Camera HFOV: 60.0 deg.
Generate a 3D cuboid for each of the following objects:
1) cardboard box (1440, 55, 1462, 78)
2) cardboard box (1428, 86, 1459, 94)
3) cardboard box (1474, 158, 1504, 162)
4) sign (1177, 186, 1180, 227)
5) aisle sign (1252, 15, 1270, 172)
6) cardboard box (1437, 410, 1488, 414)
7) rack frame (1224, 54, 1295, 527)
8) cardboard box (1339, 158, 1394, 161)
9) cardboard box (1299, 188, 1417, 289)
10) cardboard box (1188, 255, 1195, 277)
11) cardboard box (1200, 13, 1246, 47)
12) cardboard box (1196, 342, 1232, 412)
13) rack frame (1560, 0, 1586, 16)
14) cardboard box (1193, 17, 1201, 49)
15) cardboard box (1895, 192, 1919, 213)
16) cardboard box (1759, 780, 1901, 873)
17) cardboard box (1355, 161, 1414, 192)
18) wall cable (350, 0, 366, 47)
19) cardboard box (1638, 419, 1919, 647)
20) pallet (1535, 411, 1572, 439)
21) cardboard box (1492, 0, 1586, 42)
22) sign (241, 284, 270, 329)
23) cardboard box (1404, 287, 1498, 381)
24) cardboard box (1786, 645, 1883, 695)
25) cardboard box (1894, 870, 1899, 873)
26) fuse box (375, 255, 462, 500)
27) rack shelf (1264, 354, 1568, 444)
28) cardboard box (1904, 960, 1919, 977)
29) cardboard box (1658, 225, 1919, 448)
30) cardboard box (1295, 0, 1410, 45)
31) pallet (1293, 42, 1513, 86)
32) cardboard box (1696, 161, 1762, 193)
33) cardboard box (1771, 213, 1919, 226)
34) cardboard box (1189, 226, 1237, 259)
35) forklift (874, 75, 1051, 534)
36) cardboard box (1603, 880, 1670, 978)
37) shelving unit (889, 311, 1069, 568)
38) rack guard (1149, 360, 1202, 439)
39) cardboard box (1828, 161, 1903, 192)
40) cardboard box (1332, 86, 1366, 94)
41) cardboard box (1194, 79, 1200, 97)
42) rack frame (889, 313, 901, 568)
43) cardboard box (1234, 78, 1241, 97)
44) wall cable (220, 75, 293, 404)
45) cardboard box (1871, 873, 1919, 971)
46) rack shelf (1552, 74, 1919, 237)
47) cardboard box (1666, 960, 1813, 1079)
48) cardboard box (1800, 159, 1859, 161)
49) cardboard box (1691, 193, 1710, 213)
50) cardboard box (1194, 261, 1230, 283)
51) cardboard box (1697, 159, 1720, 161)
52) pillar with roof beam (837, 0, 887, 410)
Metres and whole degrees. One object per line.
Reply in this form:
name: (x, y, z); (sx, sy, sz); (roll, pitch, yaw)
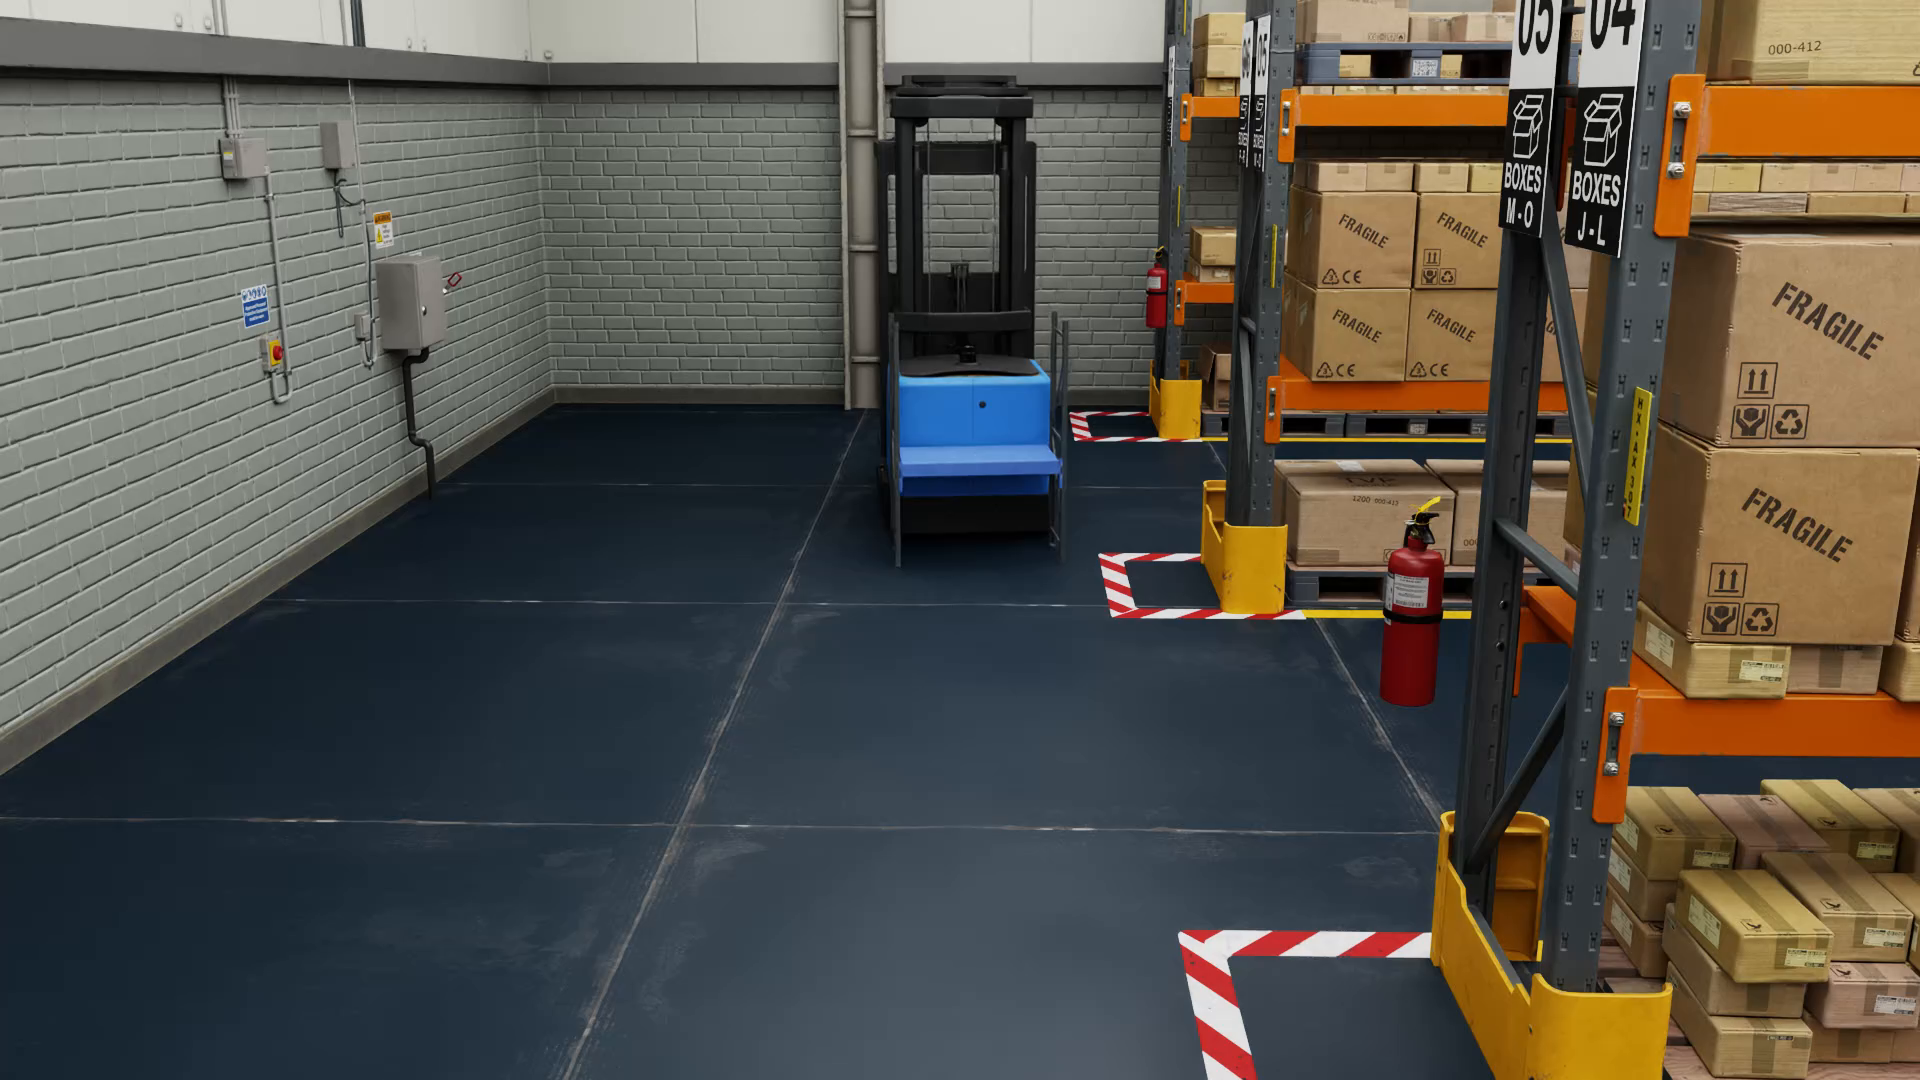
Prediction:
cardboard box: (3.776, -3.899, 13.569); (0.500, 0.250, 0.500); (0, 15, 1)
cardboard box: (3.894, -3.684, 13.536); (0.250, 0.149, 0.380); (1, 15, 3)
cardboard box: (3.068, -2.072, 9.388); (0.250, 0.149, 0.380); (0, 15, 1)
sign: (1.788, -2.732, 13.618); (0.005, 0.325, 0.100); (0, 15, 1)
aisle sign: (1.600, -2.369, 8.845); (0.004, 0.787, 0.394); (0, 15, 1)
cardboard box: (4.303, -1.396, 14.327); (0.500, 0.500, 0.700); (0, 15, -1)
rack frame: (1.679, -1.186, 9.455); (0.127, 3.000, 1.000); (0, 15, 1)
cardboard box: (2.297, -2.085, 9.434); (0.250, 0.149, 0.380); (1, 15, 2)
cardboard box: (2.152, -1.642, 9.027); (0.500, 0.500, 0.500); (0, 15, 0)
cardboard box: (2.140, -2.397, 14.536); (0.250, 0.149, 0.380); (0, 15, 1)
cardboard box: (2.239, -4.148, 13.534); (0.500, 0.250, 0.500); (0, 15, 1)
cardboard box: (2.411, -1.420, 14.411); (0.637, 0.503, 0.797); (0, 15, -1)
rack frame: (1.654, -2.824, 3.902); (0.127, 3.000, 1.000); (0, 15, 1)
cardboard box: (2.254, -4.283, 14.047); (0.500, 0.250, 0.500); (0, 15, 0)
cardboard box: (5.199, -1.624, 8.961); (0.500, 0.500, 0.500); (0, 15, 1)
cardboard box: (2.701, 0.889, 5.189); (0.250, 0.149, 0.380); (0, 15, 0)
cardboard box: (2.291, -1.975, 9.018); (0.250, 0.149, 0.380); (1, 15, 3)
wall cable: (-3.884, -4.972, 11.972); (0.133, 3.039, 2.988); (0, 15, 1)
cardboard box: (2.095, -0.042, 4.339); (0.500, 0.500, 0.500); (1, 15, 4)
pallet: (5.114, -1.082, 14.528); (1.213, 0.211, 1.003); (0, 15, 1)
cardboard box: (3.174, -2.822, 8.932); (0.500, 0.311, 0.500); (1, 15, 2)
sign: (-4.021, -1.335, 9.492); (0.001, 0.218, 0.327); (0, 15, 1)
cardboard box: (2.658, -1.162, 9.167); (0.500, 0.500, 0.500); (0, 15, 1)
cardboard box: (2.225, 0.275, 4.409); (0.250, 0.149, 0.380); (1, 15, 3)
cardboard box: (2.974, 1.070, 5.086); (0.250, 0.149, 0.380); (0, 15, 1)
fuse box: (-3.759, -1.128, 11.763); (0.414, 1.711, 0.539); (0, 15, 1)
rack shelf: (3.679, -0.825, 9.497); (4.000, 0.370, 1.077); (0, 15, 1)
cardboard box: (2.690, 1.173, 4.697); (0.250, 0.149, 0.380); (1, 15, 2)
cardboard box: (2.096, -0.528, 4.222); (0.500, 0.500, 0.500); (0, 15, 1)
cardboard box: (2.131, -2.835, 9.101); (0.500, 0.250, 0.500); (-1, 15, -4)
pallet: (2.421, -2.591, 9.075); (1.213, 0.211, 1.003); (0, 15, 1)
cardboard box: (4.085, -1.951, 8.926); (0.250, 0.149, 0.380); (0, 15, 0)
cardboard box: (2.624, -0.656, 4.706); (0.500, 0.500, 0.500); (0, 15, 0)
cardboard box: (2.269, -2.588, 14.479); (0.500, 0.250, 0.500); (1, 15, 3)
forklift: (-0.042, -1.780, 11.842); (1.130, 2.935, 3.031); (-1, 15, -5)
cardboard box: (2.185, 1.203, 5.166); (0.250, 0.149, 0.380); (1, 15, 2)
shelving unit: (0.104, -0.630, 10.287); (1.048, 1.500, 0.538); (-1, 15, -5)
rack guard: (1.878, -1.243, 14.570); (0.348, 0.500, 1.175); (0, 15, 1)
cardboard box: (4.852, -1.960, 8.960); (0.250, 0.149, 0.380); (0, 15, 1)
cardboard box: (3.142, -3.691, 13.561); (0.250, 0.149, 0.380); (0, 15, 1)
cardboard box: (2.128, -3.838, 14.118); (0.250, 0.149, 0.380); (1, 15, 3)
rack frame: (-0.402, -0.617, 10.239); (0.032, 1.500, 0.500); (-1, 15, -5)
cardboard box: (2.378, -3.724, 13.688); (0.250, 0.149, 0.380); (1, 15, 2)
wall cable: (-3.958, -1.723, 9.438); (0.123, 1.953, 0.585); (0, 15, 1)
cardboard box: (2.696, 1.060, 4.540); (0.250, 0.149, 0.380); (0, 15, 1)
rack shelf: (3.653, -1.012, 4.327); (4.000, 0.370, 1.077); (0, 15, 1)
cardboard box: (2.169, 1.338, 4.655); (0.250, 0.149, 0.380); (1, 15, 3)
cardboard box: (4.856, -2.062, 9.348); (0.250, 0.149, 0.380); (0, 15, 1)
cardboard box: (3.682, -1.636, 9.005); (0.500, 0.500, 0.500); (0, 15, 2)
cardboard box: (2.124, -2.258, 14.012); (0.250, 0.149, 0.380); (0, 15, 1)
cardboard box: (4.091, -2.069, 9.375); (0.250, 0.149, 0.380); (0, 15, 1)
pillar with roof beam: (-0.980, -4.502, 10.264); (0.400, 9.000, 9.100); (0, 15, 1)
